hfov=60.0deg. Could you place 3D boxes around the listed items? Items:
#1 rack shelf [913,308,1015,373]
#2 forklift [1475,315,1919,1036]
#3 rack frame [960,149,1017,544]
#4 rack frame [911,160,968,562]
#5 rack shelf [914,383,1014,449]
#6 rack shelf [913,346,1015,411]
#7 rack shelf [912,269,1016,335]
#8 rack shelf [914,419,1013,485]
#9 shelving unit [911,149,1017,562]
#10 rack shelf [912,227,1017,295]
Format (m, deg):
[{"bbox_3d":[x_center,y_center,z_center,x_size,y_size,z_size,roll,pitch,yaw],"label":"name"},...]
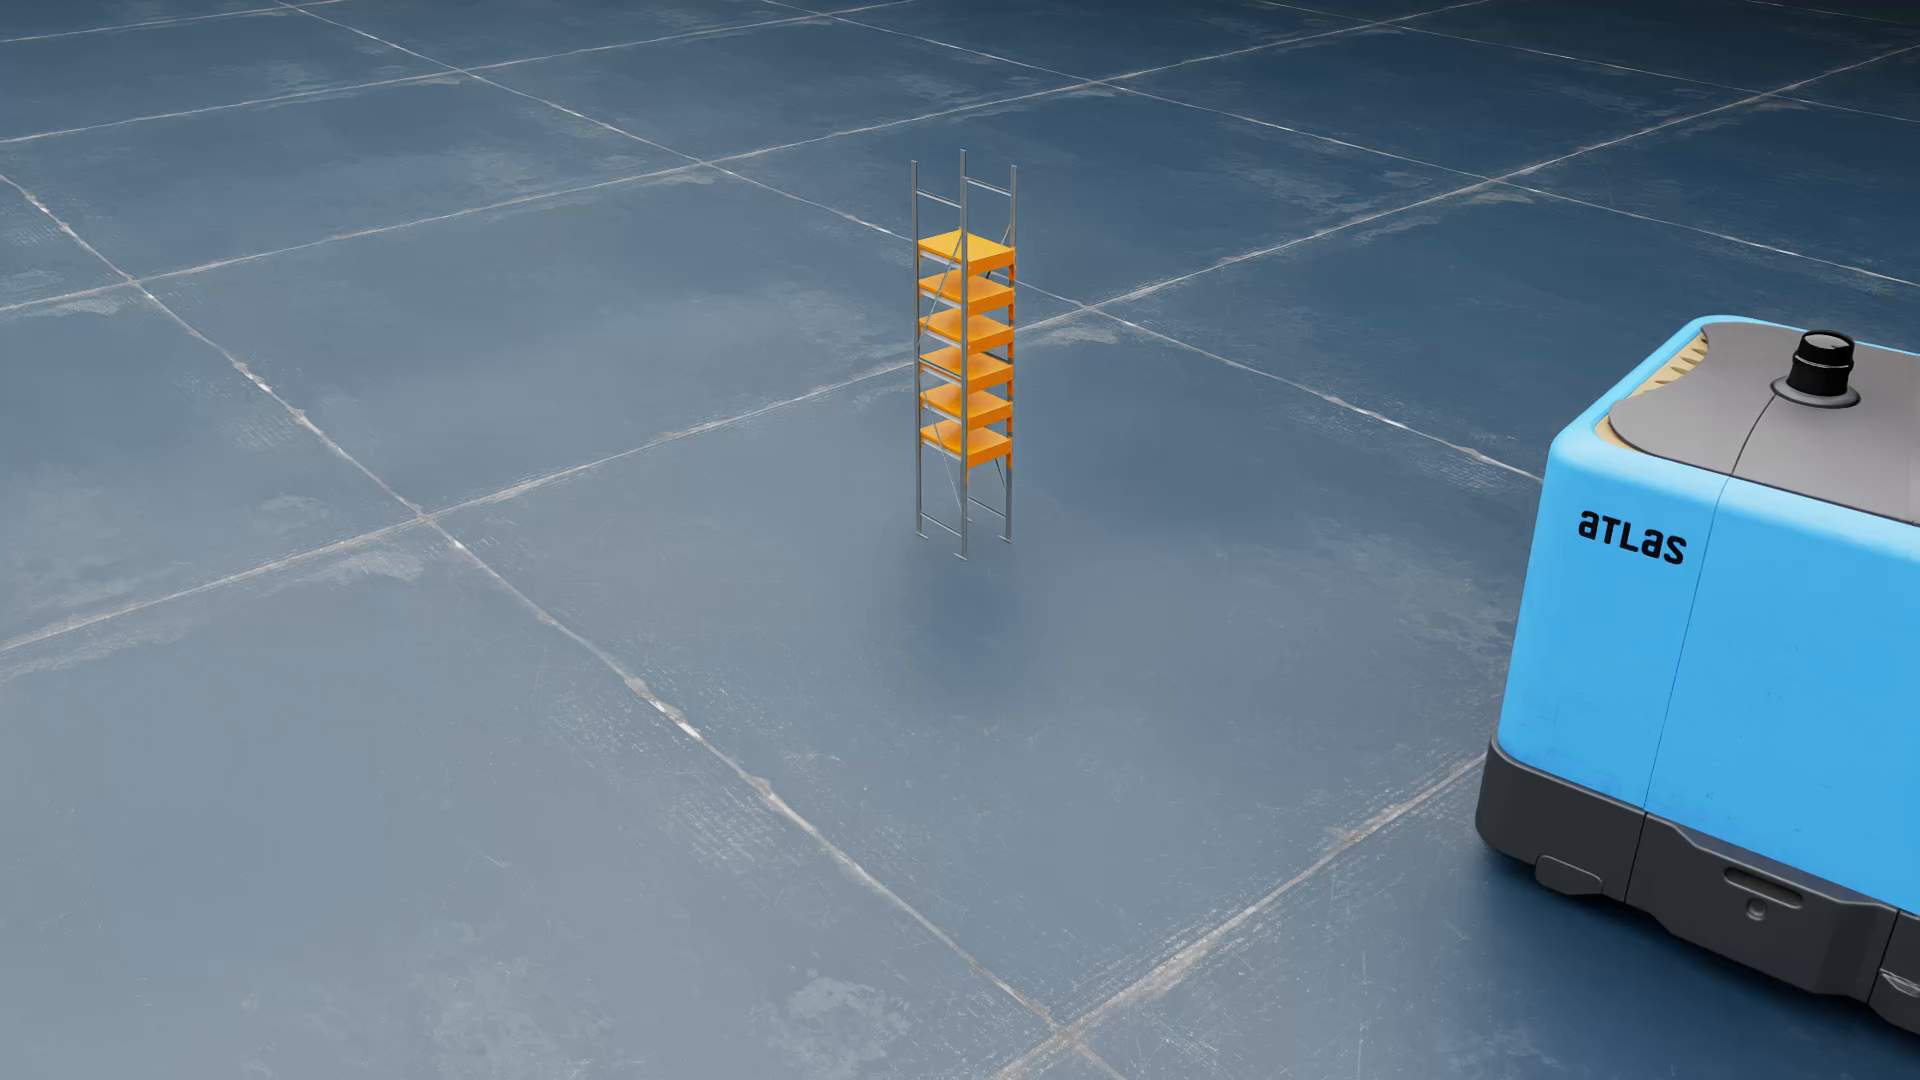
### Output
[{"bbox_3d":[0.011,-0.600,4.940,0.180,0.103,0.258,-22,35,-35],"label":"rack shelf"},{"bbox_3d":[2.658,-0.296,2.694,3.031,2.935,1.130,21,34,34],"label":"forklift"},{"bbox_3d":[0.081,-0.562,5.028,0.006,1.200,0.240,-22,35,-35],"label":"rack frame"},{"bbox_3d":[-0.059,-0.506,4.923,0.006,1.200,0.240,-22,35,-35],"label":"rack frame"},{"bbox_3d":[0.011,-0.389,5.053,0.180,0.103,0.258,-22,35,-35],"label":"rack shelf"},{"bbox_3d":[0.011,-0.494,4.996,0.180,0.103,0.258,-22,35,-35],"label":"rack shelf"},{"bbox_3d":[0.011,-0.706,4.883,0.180,0.103,0.258,-22,35,-35],"label":"rack shelf"},{"bbox_3d":[0.011,-0.283,5.110,0.180,0.103,0.258,-22,35,-35],"label":"rack shelf"},{"bbox_3d":[0.011,-0.534,4.975,0.189,1.200,0.258,-22,35,-35],"label":"shelving unit"},{"bbox_3d":[0.011,-0.812,4.827,0.180,0.103,0.258,-22,35,-35],"label":"rack shelf"}]
